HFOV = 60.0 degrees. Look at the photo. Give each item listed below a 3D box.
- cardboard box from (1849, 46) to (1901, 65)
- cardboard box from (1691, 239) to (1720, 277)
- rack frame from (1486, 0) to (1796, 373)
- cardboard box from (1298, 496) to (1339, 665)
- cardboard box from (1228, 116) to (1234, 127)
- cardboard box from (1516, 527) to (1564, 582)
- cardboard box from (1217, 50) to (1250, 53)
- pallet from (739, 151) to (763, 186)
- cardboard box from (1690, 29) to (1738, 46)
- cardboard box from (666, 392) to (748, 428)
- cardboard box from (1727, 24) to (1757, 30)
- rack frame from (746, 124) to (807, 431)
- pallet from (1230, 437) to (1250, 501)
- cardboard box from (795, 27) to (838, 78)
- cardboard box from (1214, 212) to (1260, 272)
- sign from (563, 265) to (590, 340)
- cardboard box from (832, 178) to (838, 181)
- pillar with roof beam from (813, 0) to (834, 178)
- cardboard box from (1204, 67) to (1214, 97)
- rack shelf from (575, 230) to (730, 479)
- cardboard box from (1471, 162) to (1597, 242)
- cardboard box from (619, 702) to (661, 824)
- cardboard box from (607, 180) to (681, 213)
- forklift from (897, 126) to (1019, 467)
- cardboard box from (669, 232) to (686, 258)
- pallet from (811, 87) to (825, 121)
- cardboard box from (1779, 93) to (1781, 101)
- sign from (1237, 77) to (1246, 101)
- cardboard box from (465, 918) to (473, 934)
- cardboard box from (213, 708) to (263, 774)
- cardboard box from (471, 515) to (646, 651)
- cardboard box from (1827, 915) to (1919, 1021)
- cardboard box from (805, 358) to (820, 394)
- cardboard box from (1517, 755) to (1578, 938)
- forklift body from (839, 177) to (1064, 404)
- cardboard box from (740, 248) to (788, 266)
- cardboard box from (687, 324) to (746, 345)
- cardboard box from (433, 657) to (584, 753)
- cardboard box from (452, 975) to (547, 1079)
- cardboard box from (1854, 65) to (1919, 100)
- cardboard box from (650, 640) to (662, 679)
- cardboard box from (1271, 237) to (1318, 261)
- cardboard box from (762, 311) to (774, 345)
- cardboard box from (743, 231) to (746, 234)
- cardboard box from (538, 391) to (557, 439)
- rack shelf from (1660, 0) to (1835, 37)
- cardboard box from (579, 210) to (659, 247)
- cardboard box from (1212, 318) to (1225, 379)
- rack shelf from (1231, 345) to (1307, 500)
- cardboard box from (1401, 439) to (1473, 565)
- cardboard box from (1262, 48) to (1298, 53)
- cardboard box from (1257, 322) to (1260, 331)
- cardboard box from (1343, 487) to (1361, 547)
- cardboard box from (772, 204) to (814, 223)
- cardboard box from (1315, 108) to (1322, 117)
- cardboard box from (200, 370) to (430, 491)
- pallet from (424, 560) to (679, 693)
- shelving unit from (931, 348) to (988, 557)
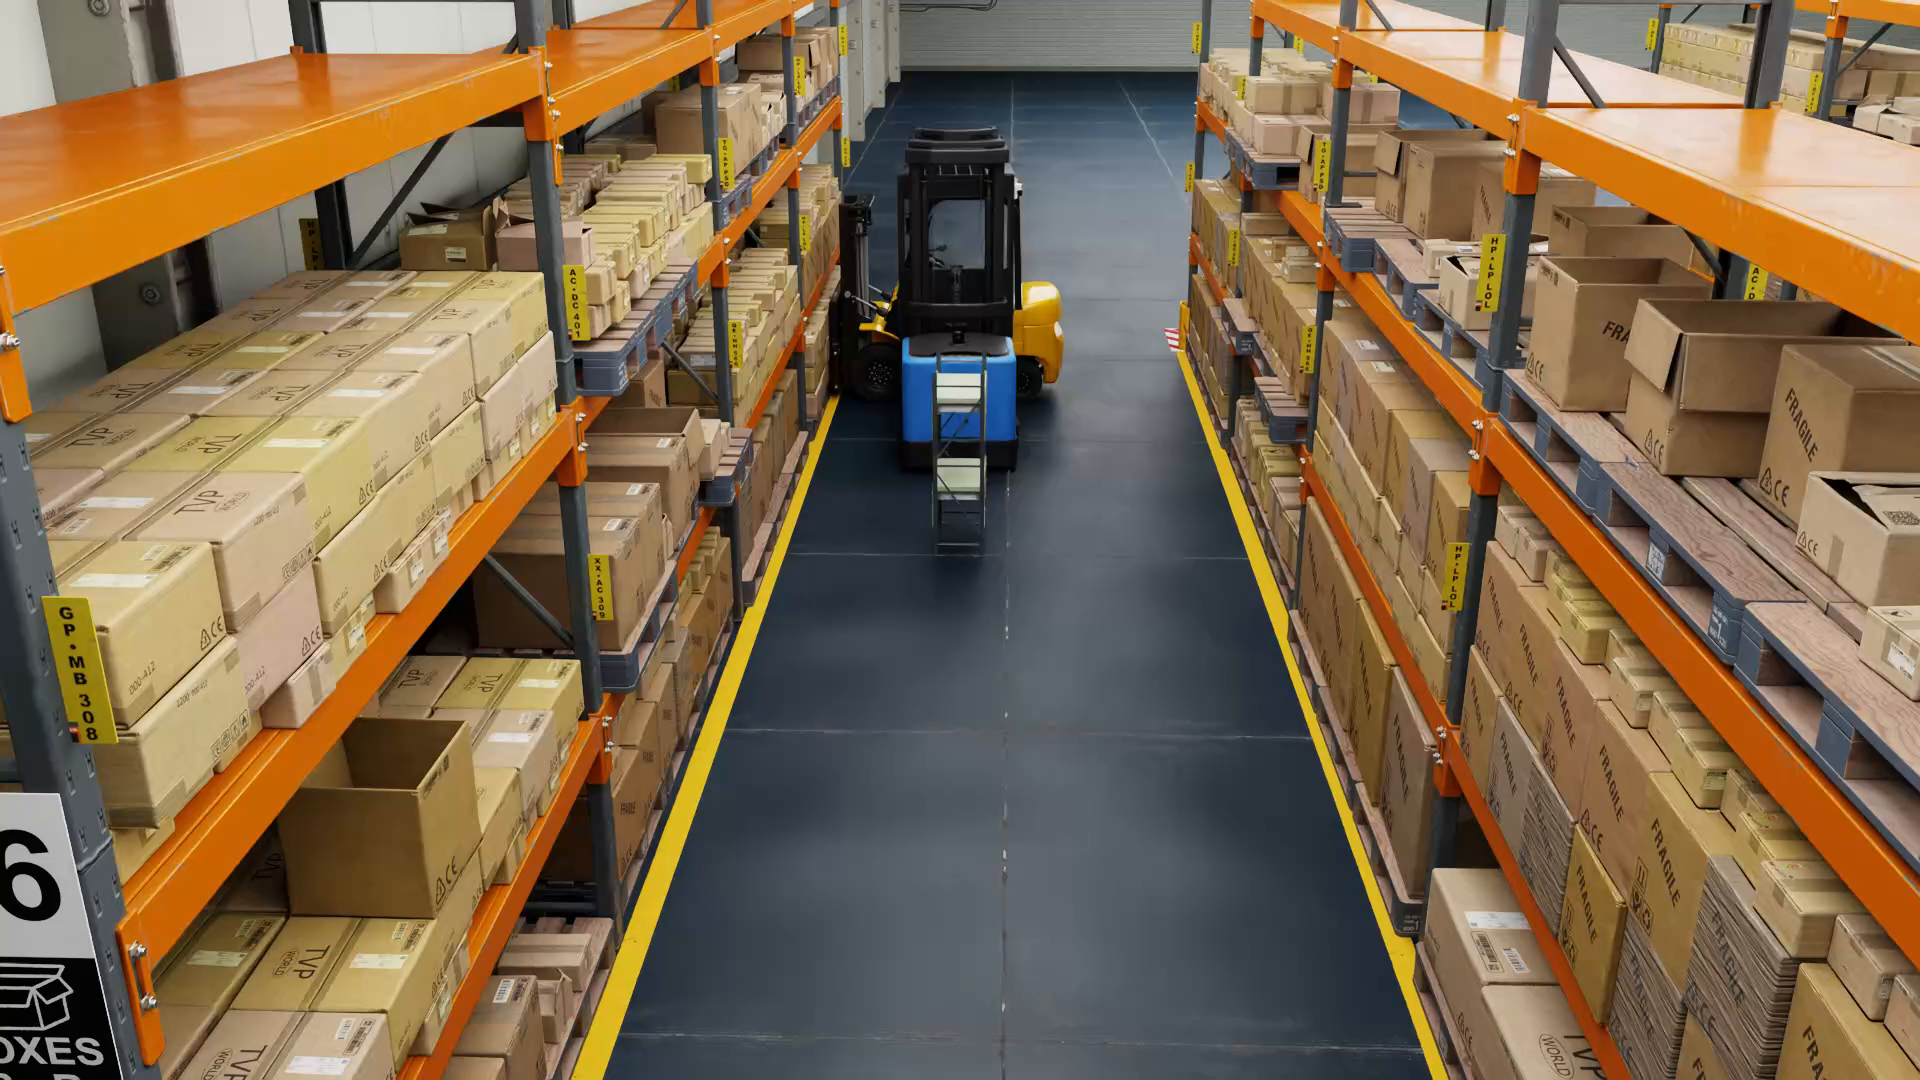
[{"bbox_3d":[8.327,-4.410,15.128,0.380,0.149,0.250,0,21,1],"label":"cardboard box"},{"bbox_3d":[8.005,-2.992,16.887,0.875,0.550,0.500,1,21,2],"label":"cardboard box"},{"bbox_3d":[2.768,-2.125,6.567,1.000,3.000,0.127,1,21,2],"label":"rack frame"},{"bbox_3d":[2.785,0.269,11.046,0.875,0.875,0.875,0,21,1],"label":"cardboard box"},{"bbox_3d":[2.761,-3.992,15.871,0.380,0.149,0.250,1,21,3],"label":"cardboard box"},{"bbox_3d":[2.507,0.060,6.810,0.380,0.149,0.250,1,21,2],"label":"cardboard box"},{"bbox_3d":[2.926,-5.103,17.632,0.380,0.149,0.250,1,21,1],"label":"cardboard box"},{"bbox_3d":[-2.110,-2.789,12.685,1.003,0.211,1.213,2,21,4],"label":"pallet"},{"bbox_3d":[7.731,-5.153,17.043,0.380,0.149,0.250,1,21,2],"label":"cardboard box"},{"bbox_3d":[-1.814,-0.916,11.950,0.500,0.250,0.500,1,21,2],"label":"cardboard box"},{"bbox_3d":[8.412,-5.419,17.729,0.380,0.149,0.250,1,21,2],"label":"cardboard box"},{"bbox_3d":[-1.950,-2.274,15.244,1.000,3.000,0.127,1,21,2],"label":"rack frame"},{"bbox_3d":[2.989,-0.640,14.886,1.003,0.211,1.213,1,21,2],"label":"pallet"},{"bbox_3d":[-1.599,-5.245,17.897,0.500,0.500,0.500,1,21,3],"label":"cardboard box"},{"bbox_3d":[2.796,-2.944,16.419,0.500,0.500,0.500,1,21,3],"label":"cardboard box"},{"bbox_3d":[-1.651,-1.018,7.145,0.100,0.325,0.005,1,21,2],"label":"sign"},{"bbox_3d":[-1.559,-3.941,18.505,0.380,0.149,0.250,1,21,2],"label":"cardboard box"},{"bbox_3d":[1.917,-10.567,28.323,9.100,9.000,0.400,1,21,2],"label":"pillar with roof beam"},{"bbox_3d":[2.826,-4.774,17.335,0.500,0.250,0.500,0,21,1],"label":"cardboard box"},{"bbox_3d":[-2.133,-1.168,9.240,1.077,0.370,4.000,1,21,2],"label":"rack shelf"},{"bbox_3d":[3.126,-1.775,9.092,0.500,0.500,0.500,1,21,2],"label":"cardboard box"},{"bbox_3d":[-1.948,1.223,9.106,0.500,0.500,0.500,0,21,1],"label":"cardboard box"},{"bbox_3d":[-1.821,-1.976,9.572,0.380,0.149,0.250,0,21,0],"label":"cardboard box"},{"bbox_3d":[-0.046,-2.508,15.940,1.130,2.935,3.031,-1,21,-2],"label":"forklift"},{"bbox_3d":[-1.875,-1.606,9.581,0.500,0.250,0.500,1,21,2],"label":"cardboard box"},{"bbox_3d":[-1.911,-4.380,16.647,1.003,0.211,1.213,1,21,2],"label":"pallet"},{"bbox_3d":[7.667,-4.047,15.293,0.380,0.149,0.250,1,21,2],"label":"cardboard box"},{"bbox_3d":[2.468,-3.864,14.479,0.100,0.325,0.005,1,21,2],"label":"sign"},{"bbox_3d":[-2.016,1.411,6.093,0.380,0.149,0.250,1,21,1],"label":"cardboard box"},{"bbox_3d":[-2.067,0.483,4.339,0.380,0.149,0.250,1,21,2],"label":"cardboard box"},{"bbox_3d":[-1.956,0.203,8.140,0.700,0.500,0.500,1,21,3],"label":"cardboard box"},{"bbox_3d":[2.440,1.078,4.186,0.380,0.149,0.250,1,21,3],"label":"cardboard box"},{"bbox_3d":[-1.627,-1.593,16.017,0.500,0.250,0.500,1,21,1],"label":"cardboard box"},{"bbox_3d":[2.451,1.153,6.272,0.500,0.500,0.500,1,21,2],"label":"cardboard box"},{"bbox_3d":[-0.063,-2.619,17.306,2.313,2.155,1.214,1,21,2],"label":"forklift body"},{"bbox_3d":[-1.739,-2.497,14.784,0.380,0.149,0.250,1,21,3],"label":"cardboard box"},{"bbox_3d":[-1.779,-1.479,12.159,0.380,0.149,0.250,1,21,3],"label":"cardboard box"},{"bbox_3d":[-1.966,0.736,7.281,0.500,0.250,0.500,1,21,3],"label":"cardboard box"},{"bbox_3d":[-2.106,2.130,6.768,0.700,0.500,0.500,0,21,0],"label":"cardboard box"},{"bbox_3d":[8.257,-4.086,14.845,0.500,0.250,0.500,1,21,2],"label":"cardboard box"},{"bbox_3d":[-1.940,0.686,9.593,0.380,0.149,0.250,1,21,4],"label":"cardboard box"},{"bbox_3d":[2.713,-2.345,13.398,0.380,0.149,0.250,2,21,5],"label":"cardboard box"},{"bbox_3d":[-1.774,-1.704,13.290,0.500,0.250,0.500,1,21,2],"label":"cardboard box"},{"bbox_3d":[-2.194,-2.971,15.593,0.380,0.149,0.250,0,21,0],"label":"cardboard box"},{"bbox_3d":[-1.909,-0.530,6.949,0.380,0.149,0.250,0,21,1],"label":"cardboard box"},{"bbox_3d":[8.023,-5.201,16.041,1.077,0.370,4.000,1,21,2],"label":"rack shelf"},{"bbox_3d":[-1.776,-1.614,8.613,0.380,0.149,0.250,1,21,2],"label":"cardboard box"},{"bbox_3d":[2.774,-1.885,16.425,0.500,0.500,0.500,1,21,3],"label":"cardboard box"},{"bbox_3d":[2.950,-1.163,13.373,1.077,0.370,4.000,1,21,2],"label":"rack shelf"},{"bbox_3d":[2.539,-0.193,8.359,0.500,0.500,0.500,1,21,3],"label":"cardboard box"},{"bbox_3d":[3.418,-5.195,17.869,0.380,0.149,0.250,1,21,2],"label":"cardboard box"},{"bbox_3d":[2.680,-1.817,13.833,0.380,0.149,0.250,1,21,2],"label":"cardboard box"},{"bbox_3d":[2.603,-0.155,9.990,0.500,0.250,0.500,1,21,3],"label":"cardboard box"},{"bbox_3d":[-1.617,-3.154,16.065,0.380,0.149,0.250,1,21,3],"label":"cardboard box"},{"bbox_3d":[3.118,-3.350,13.495,0.500,0.250,0.500,1,21,2],"label":"cardboard box"},{"bbox_3d":[-2.010,-0.343,5.226,0.500,0.250,0.500,1,21,3],"label":"cardboard box"},{"bbox_3d":[-2.060,0.420,8.565,1.003,0.211,1.213,1,21,2],"label":"pallet"},{"bbox_3d":[0.000,-0.702,13.264,0.431,1.500,0.755,1,21,2],"label":"shelving unit"}]
